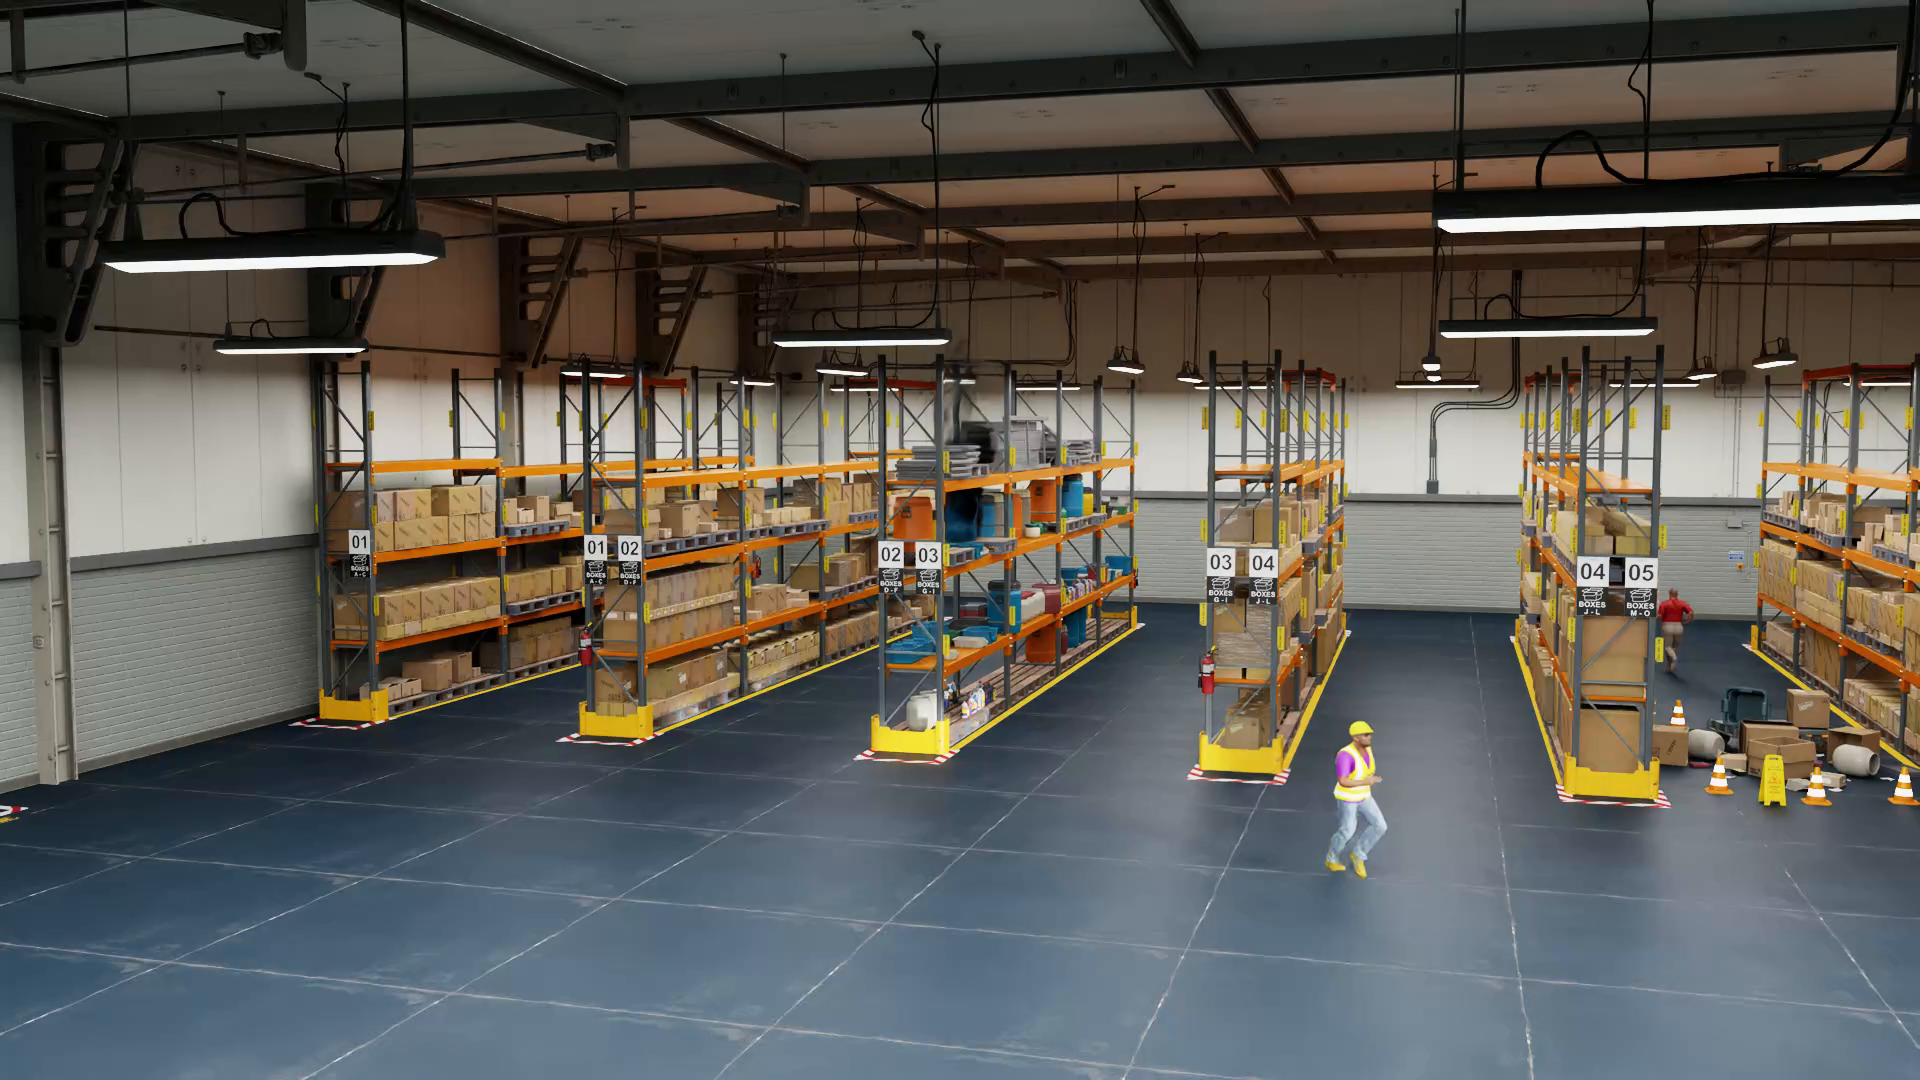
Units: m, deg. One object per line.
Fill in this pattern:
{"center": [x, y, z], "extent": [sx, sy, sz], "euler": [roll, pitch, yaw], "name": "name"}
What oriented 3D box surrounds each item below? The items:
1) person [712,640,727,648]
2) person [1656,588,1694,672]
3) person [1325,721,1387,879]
{"center": [-5.310, 1.575, 36.146], "extent": [0.673, 1.720, 0.974], "euler": [1, 4, 12], "name": "person"}
{"center": [14.092, 1.815, 32.873], "extent": [0.663, 1.728, 0.871], "euler": [0, 4, 5], "name": "person"}
{"center": [4.321, 2.826, 18.141], "extent": [0.732, 1.733, 0.796], "euler": [-3, 5, -40], "name": "person"}
